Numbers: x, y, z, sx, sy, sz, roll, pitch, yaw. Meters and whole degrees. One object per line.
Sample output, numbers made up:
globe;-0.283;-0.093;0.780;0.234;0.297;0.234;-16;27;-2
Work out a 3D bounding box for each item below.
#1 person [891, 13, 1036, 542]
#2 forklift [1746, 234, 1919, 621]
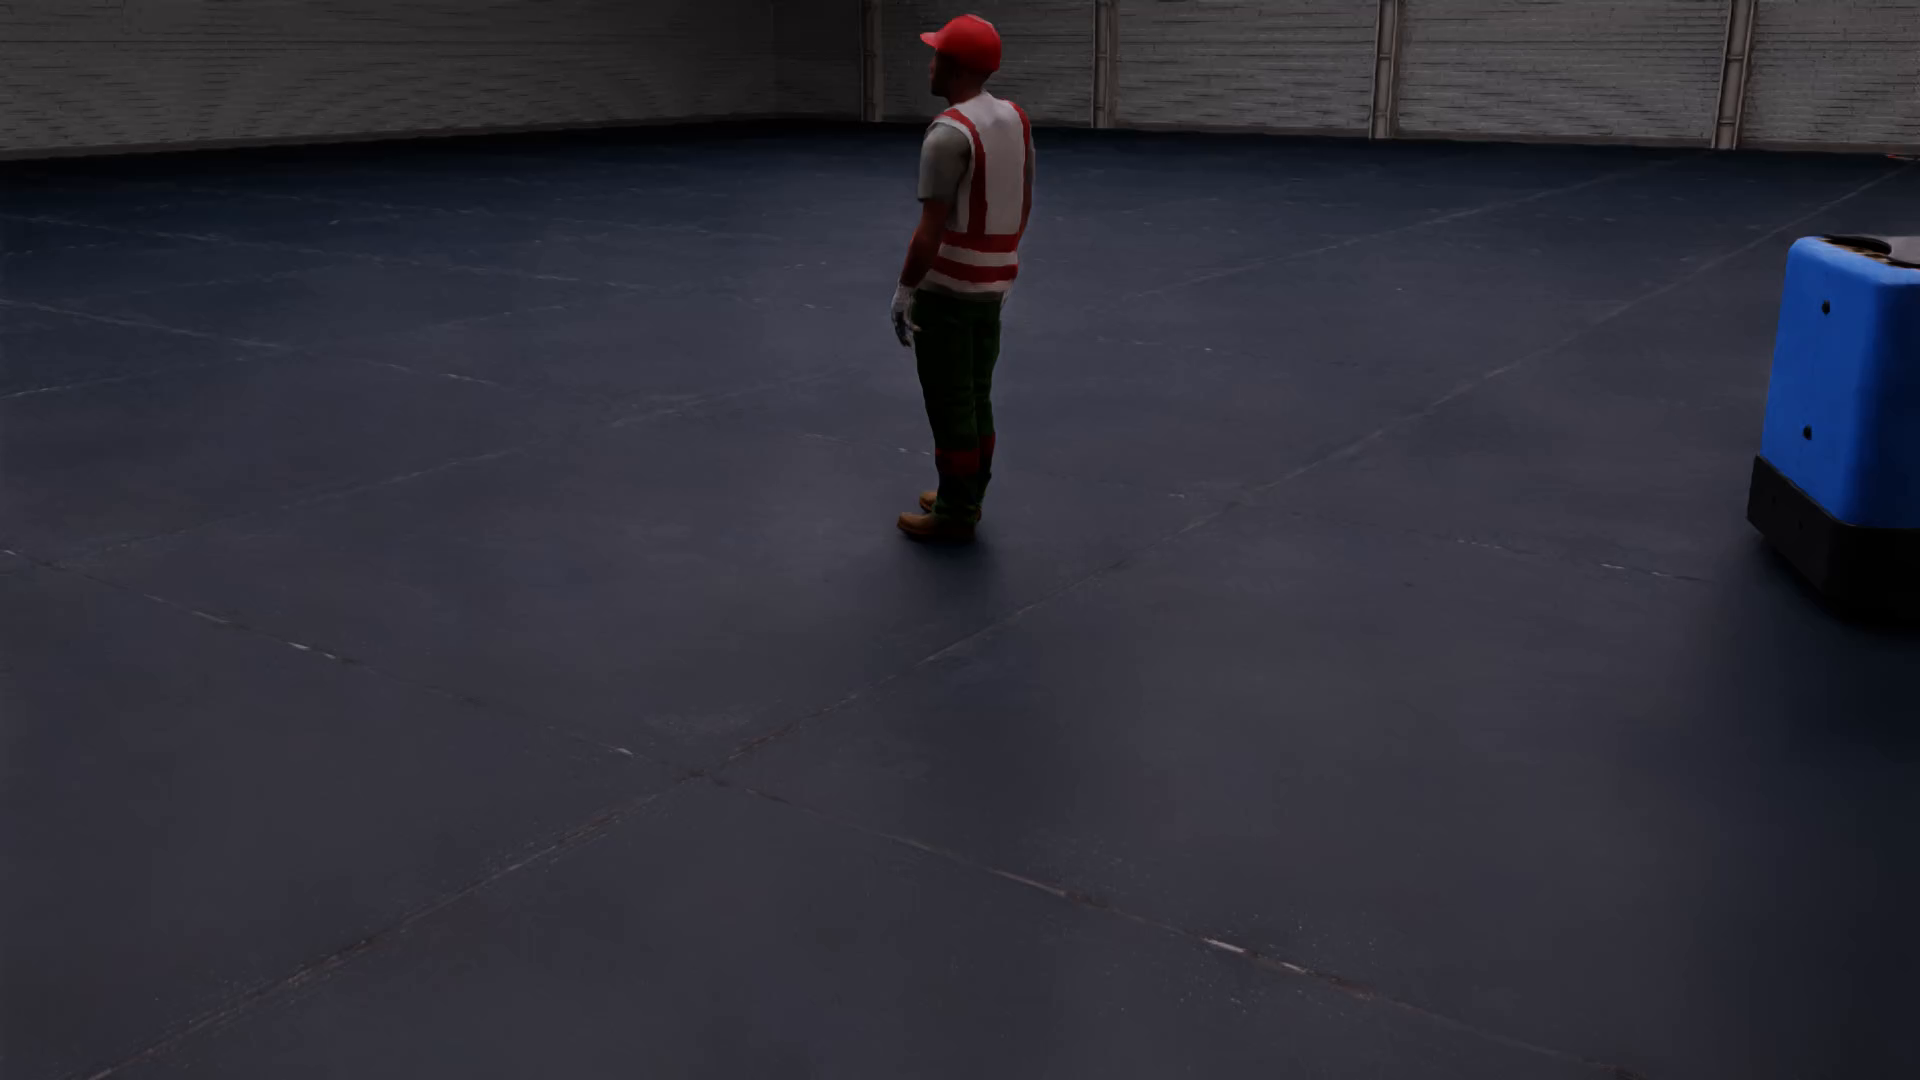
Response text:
person;-0.060;-0.879;5.743;0.563;1.787;0.637;11;20;33
forklift;4.231;-1.214;4.894;3.031;2.935;1.130;3;17;10
